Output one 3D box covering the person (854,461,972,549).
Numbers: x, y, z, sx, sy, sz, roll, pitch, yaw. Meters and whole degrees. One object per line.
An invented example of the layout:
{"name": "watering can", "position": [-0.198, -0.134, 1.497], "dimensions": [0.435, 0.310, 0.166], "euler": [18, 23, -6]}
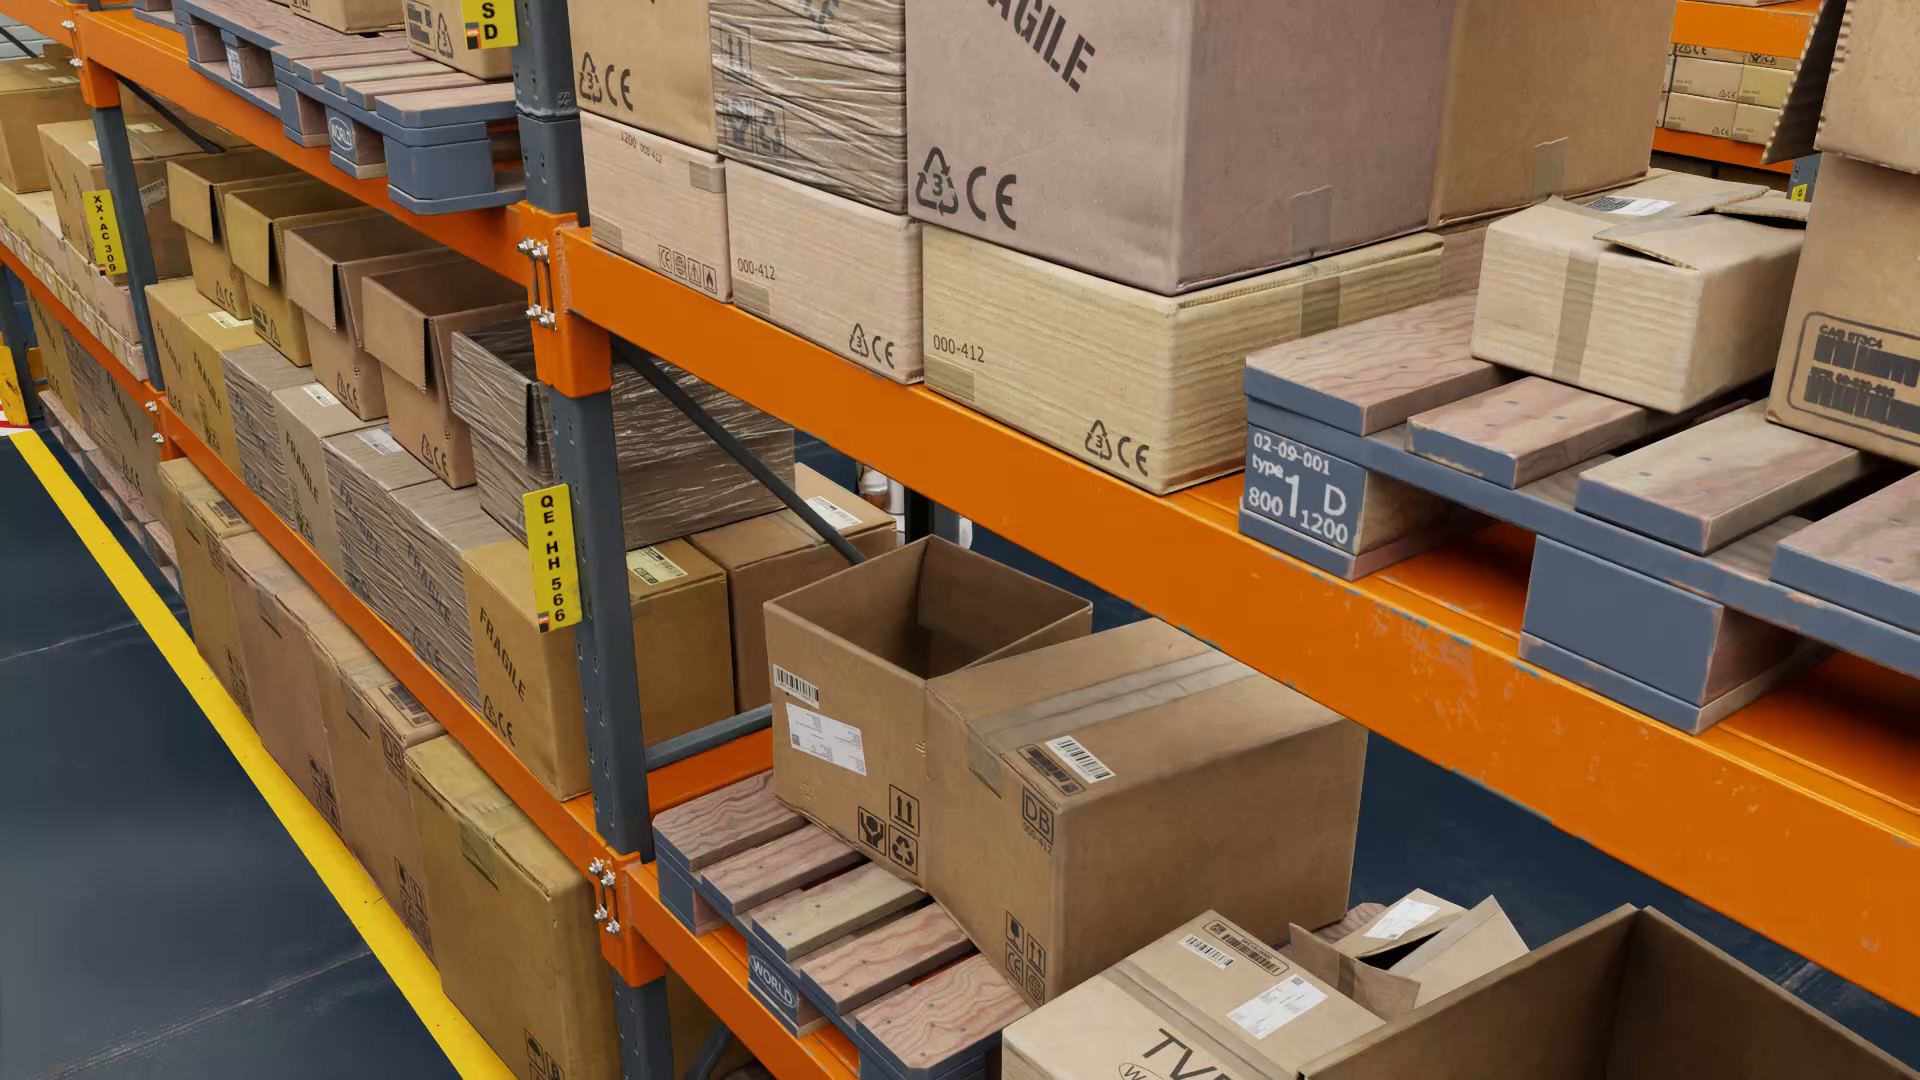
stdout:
{"name": "person", "position": [-0.200, 0.017, 6.564], "dimensions": [0.540, 1.665, 0.467], "euler": [-19, 31, -35]}
